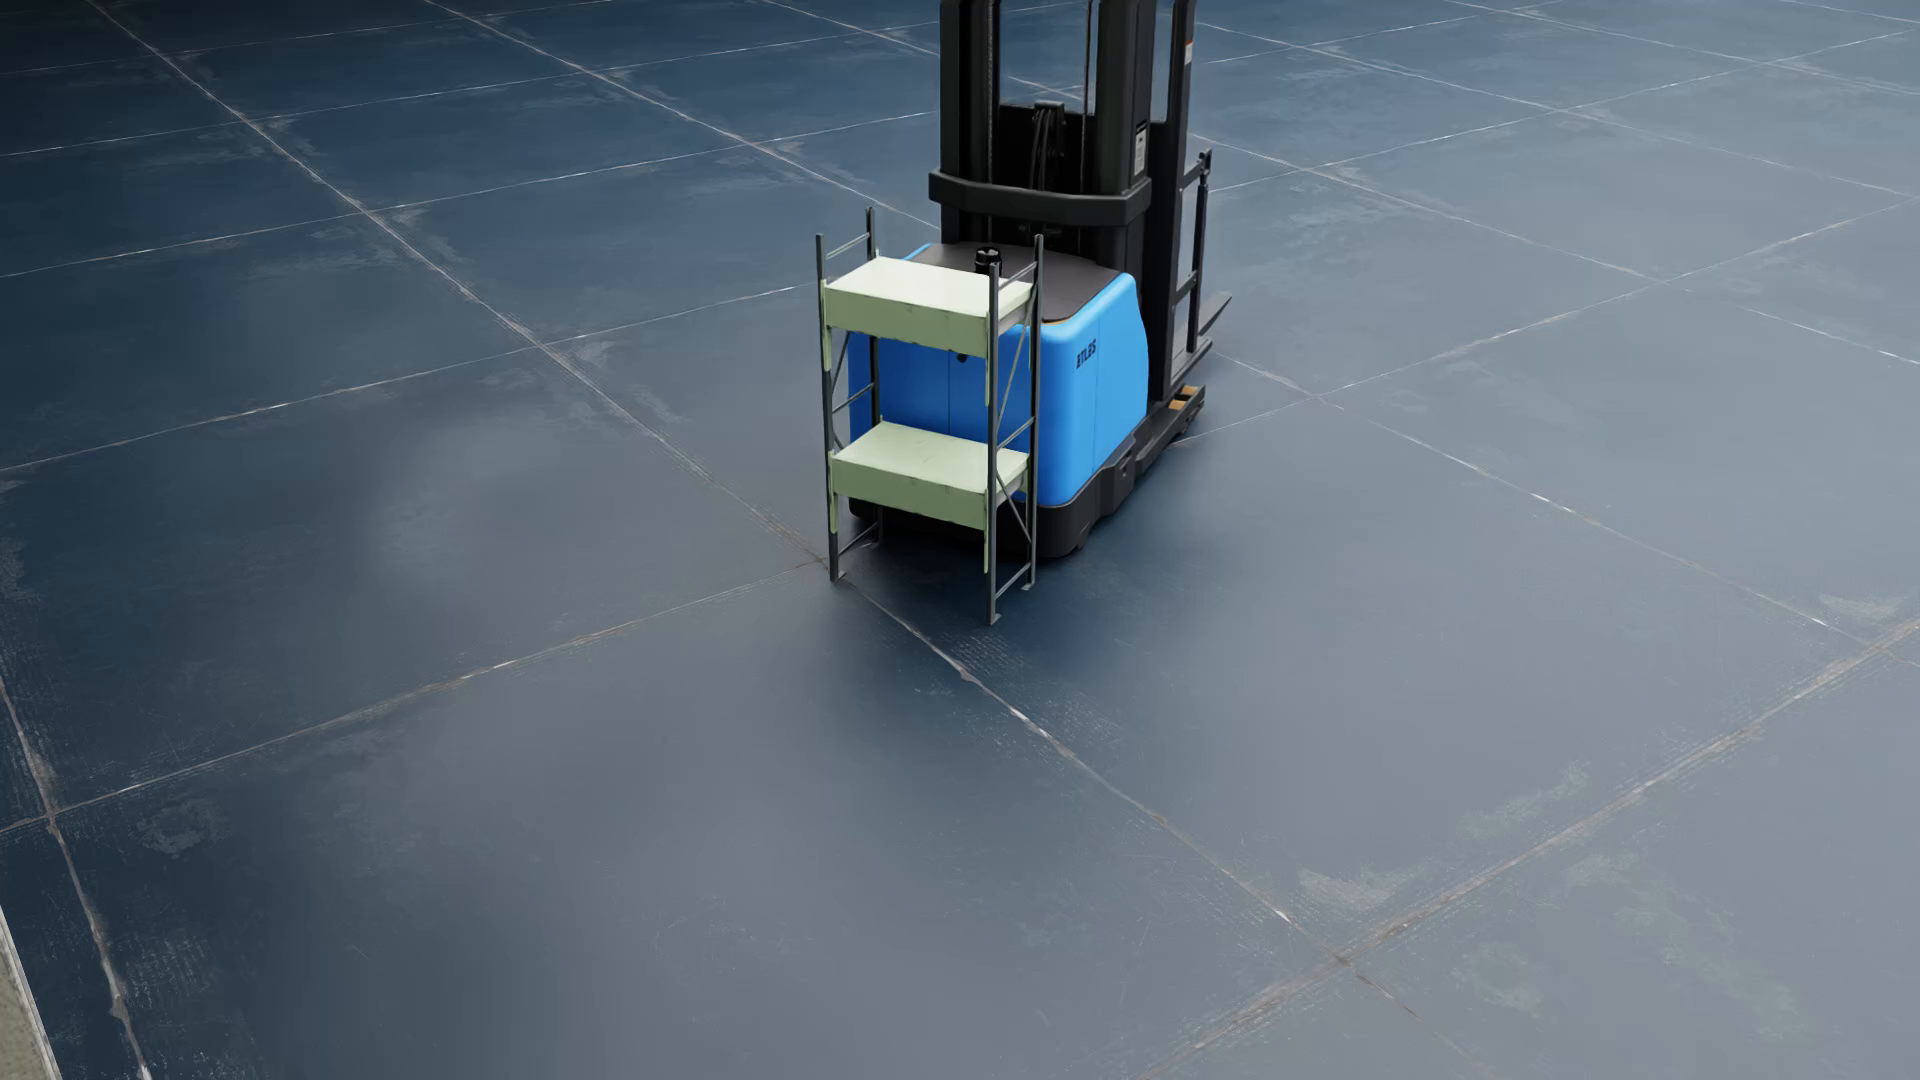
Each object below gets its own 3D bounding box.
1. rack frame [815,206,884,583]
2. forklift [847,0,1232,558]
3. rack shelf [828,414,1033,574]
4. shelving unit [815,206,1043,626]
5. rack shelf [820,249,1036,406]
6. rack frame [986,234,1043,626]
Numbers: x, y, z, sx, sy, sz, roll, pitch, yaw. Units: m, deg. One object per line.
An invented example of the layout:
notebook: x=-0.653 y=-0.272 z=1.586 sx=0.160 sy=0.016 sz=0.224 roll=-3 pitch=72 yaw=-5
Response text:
rack frame: x=-0.437 y=-0.566 z=6.727 sx=0.023 sy=1.500 sz=0.400 roll=14 pitch=32 yaw=25
forklift: x=0.586 y=-1.893 z=7.672 sx=1.130 sy=2.935 sz=3.031 roll=12 pitch=31 yaw=22
rack shelf: x=-0.115 y=-0.197 z=6.731 sx=0.720 sy=0.370 sz=0.431 roll=14 pitch=32 yaw=25
shelving unit: x=-0.115 y=-0.483 z=6.575 sx=0.755 sy=1.500 sz=0.431 roll=14 pitch=32 yaw=25
rack shelf: x=-0.115 y=-0.826 z=6.389 sx=0.720 sy=0.370 sz=0.431 roll=14 pitch=32 yaw=25
rack frame: x=0.208 y=-0.401 z=6.423 sx=0.023 sy=1.500 sz=0.400 roll=14 pitch=32 yaw=25
